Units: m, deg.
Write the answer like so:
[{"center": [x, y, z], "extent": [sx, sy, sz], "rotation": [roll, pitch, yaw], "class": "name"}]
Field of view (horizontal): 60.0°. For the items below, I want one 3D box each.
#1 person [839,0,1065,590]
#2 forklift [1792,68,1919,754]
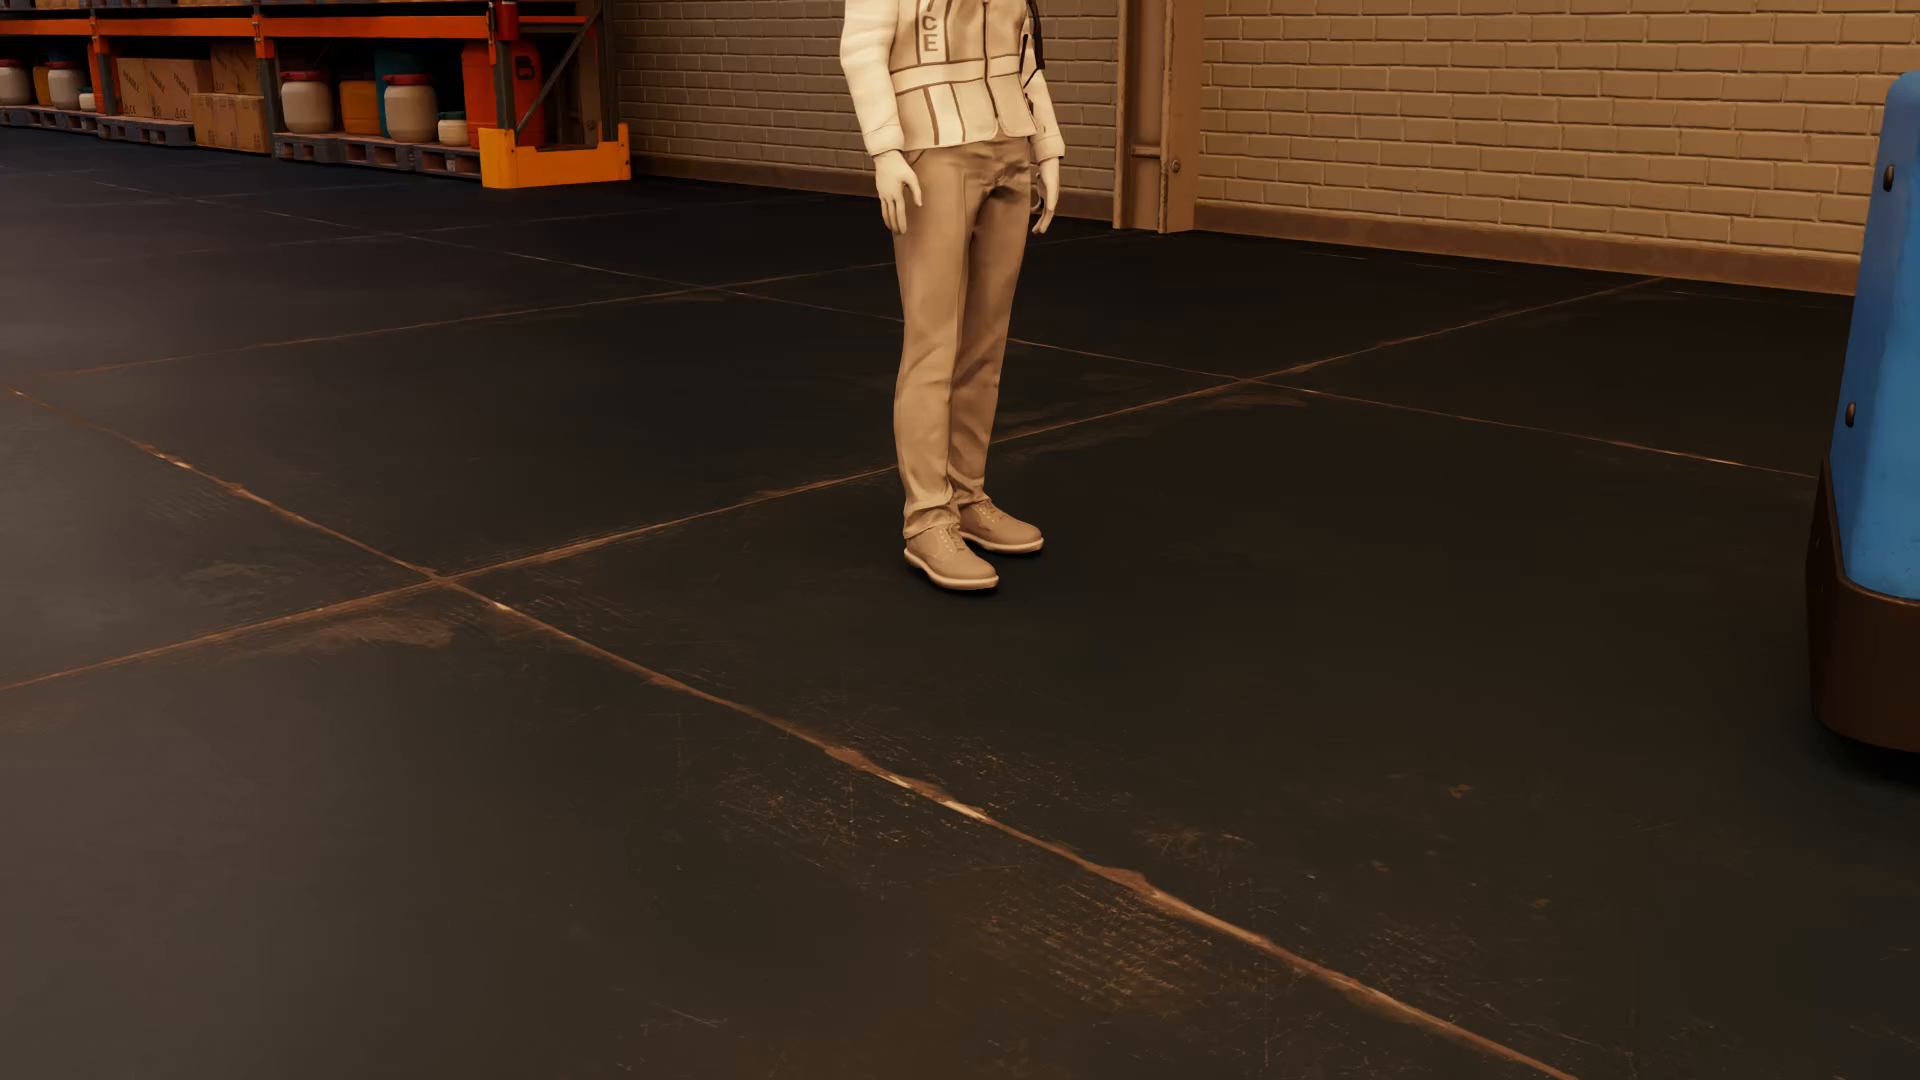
[{"center": [0.043, -0.801, 3.593], "extent": [0.534, 1.696, 0.587], "rotation": [16, 23, 42], "class": "person"}, {"center": [2.927, -0.973, 2.076], "extent": [3.031, 2.935, 1.130], "rotation": [8, 19, 24], "class": "forklift"}]
